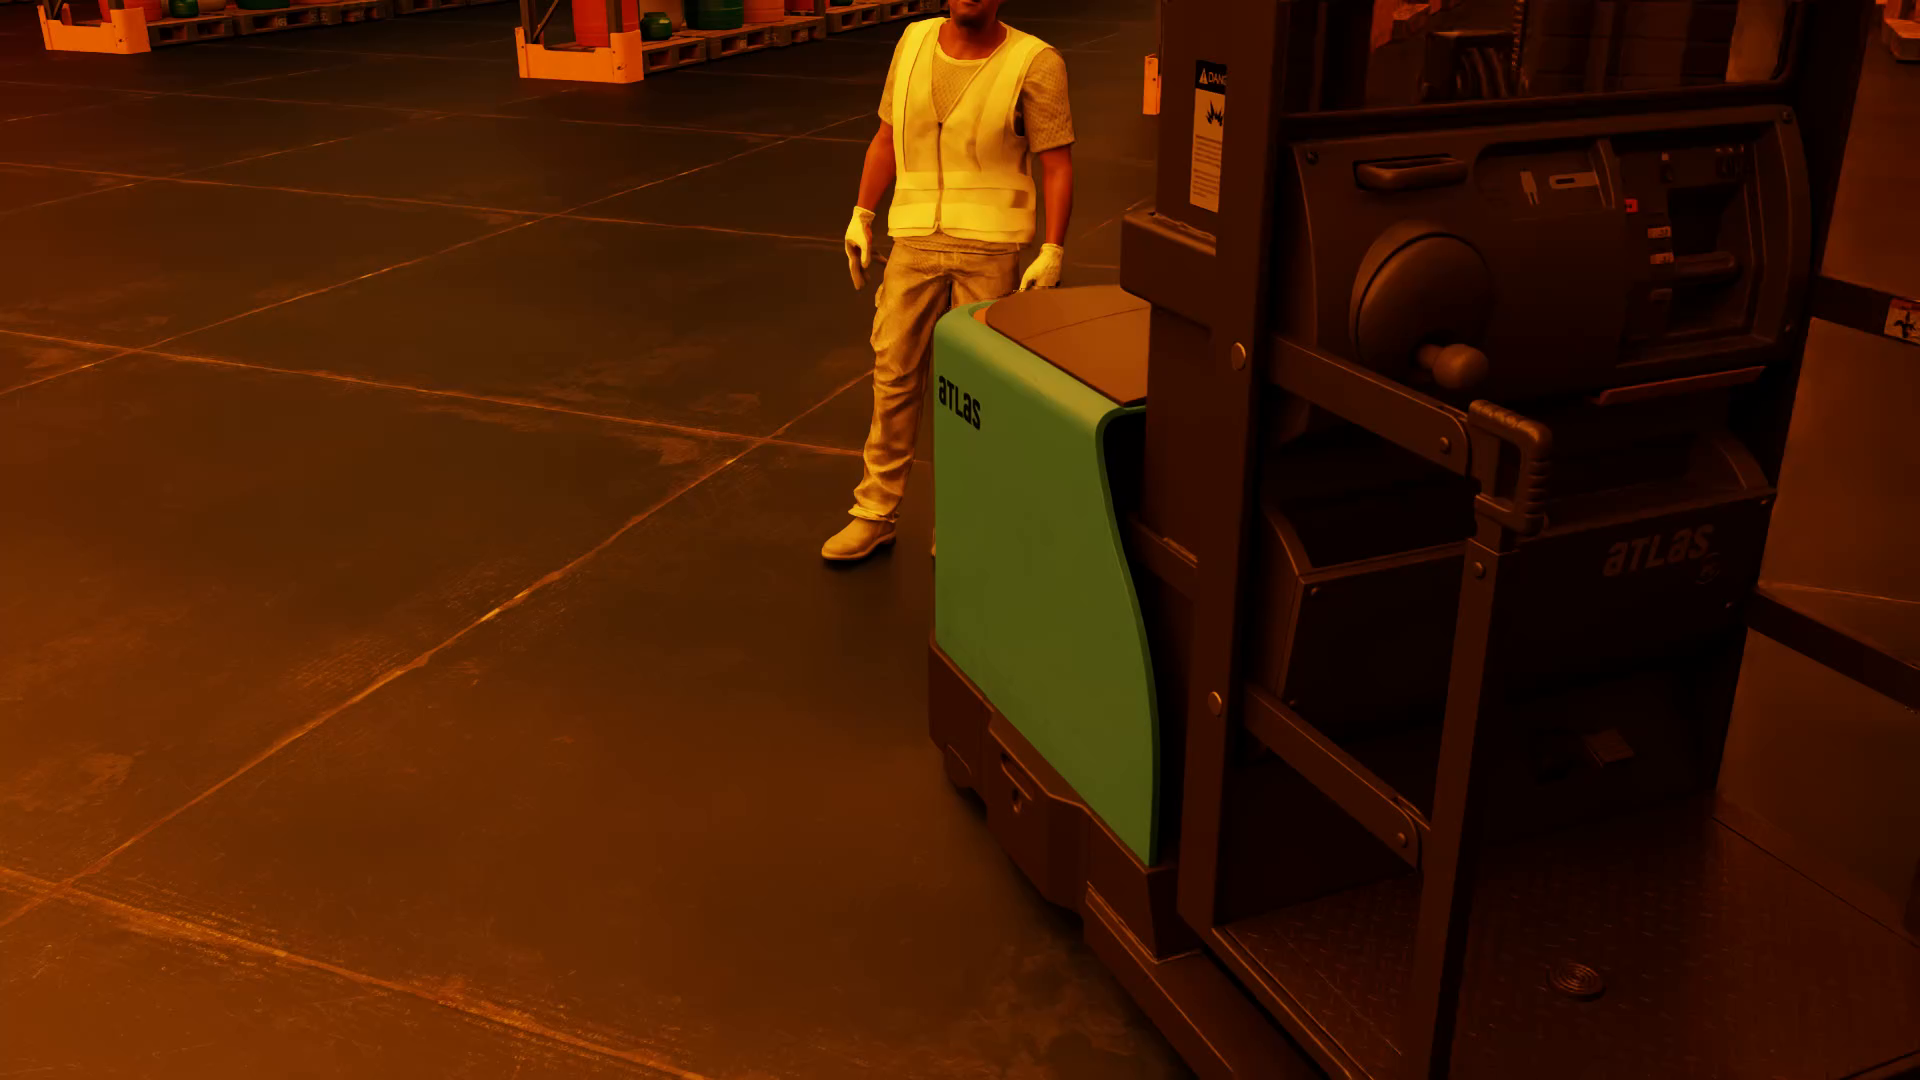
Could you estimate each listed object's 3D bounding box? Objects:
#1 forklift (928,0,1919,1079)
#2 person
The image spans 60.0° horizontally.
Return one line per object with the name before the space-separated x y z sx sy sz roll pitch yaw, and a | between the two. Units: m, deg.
forklift | 0.979 -0.409 2.271 1.130 2.935 3.031 -10 24 -22
person | -0.035 -0.805 4.688 0.656 1.781 0.577 9 24 21
